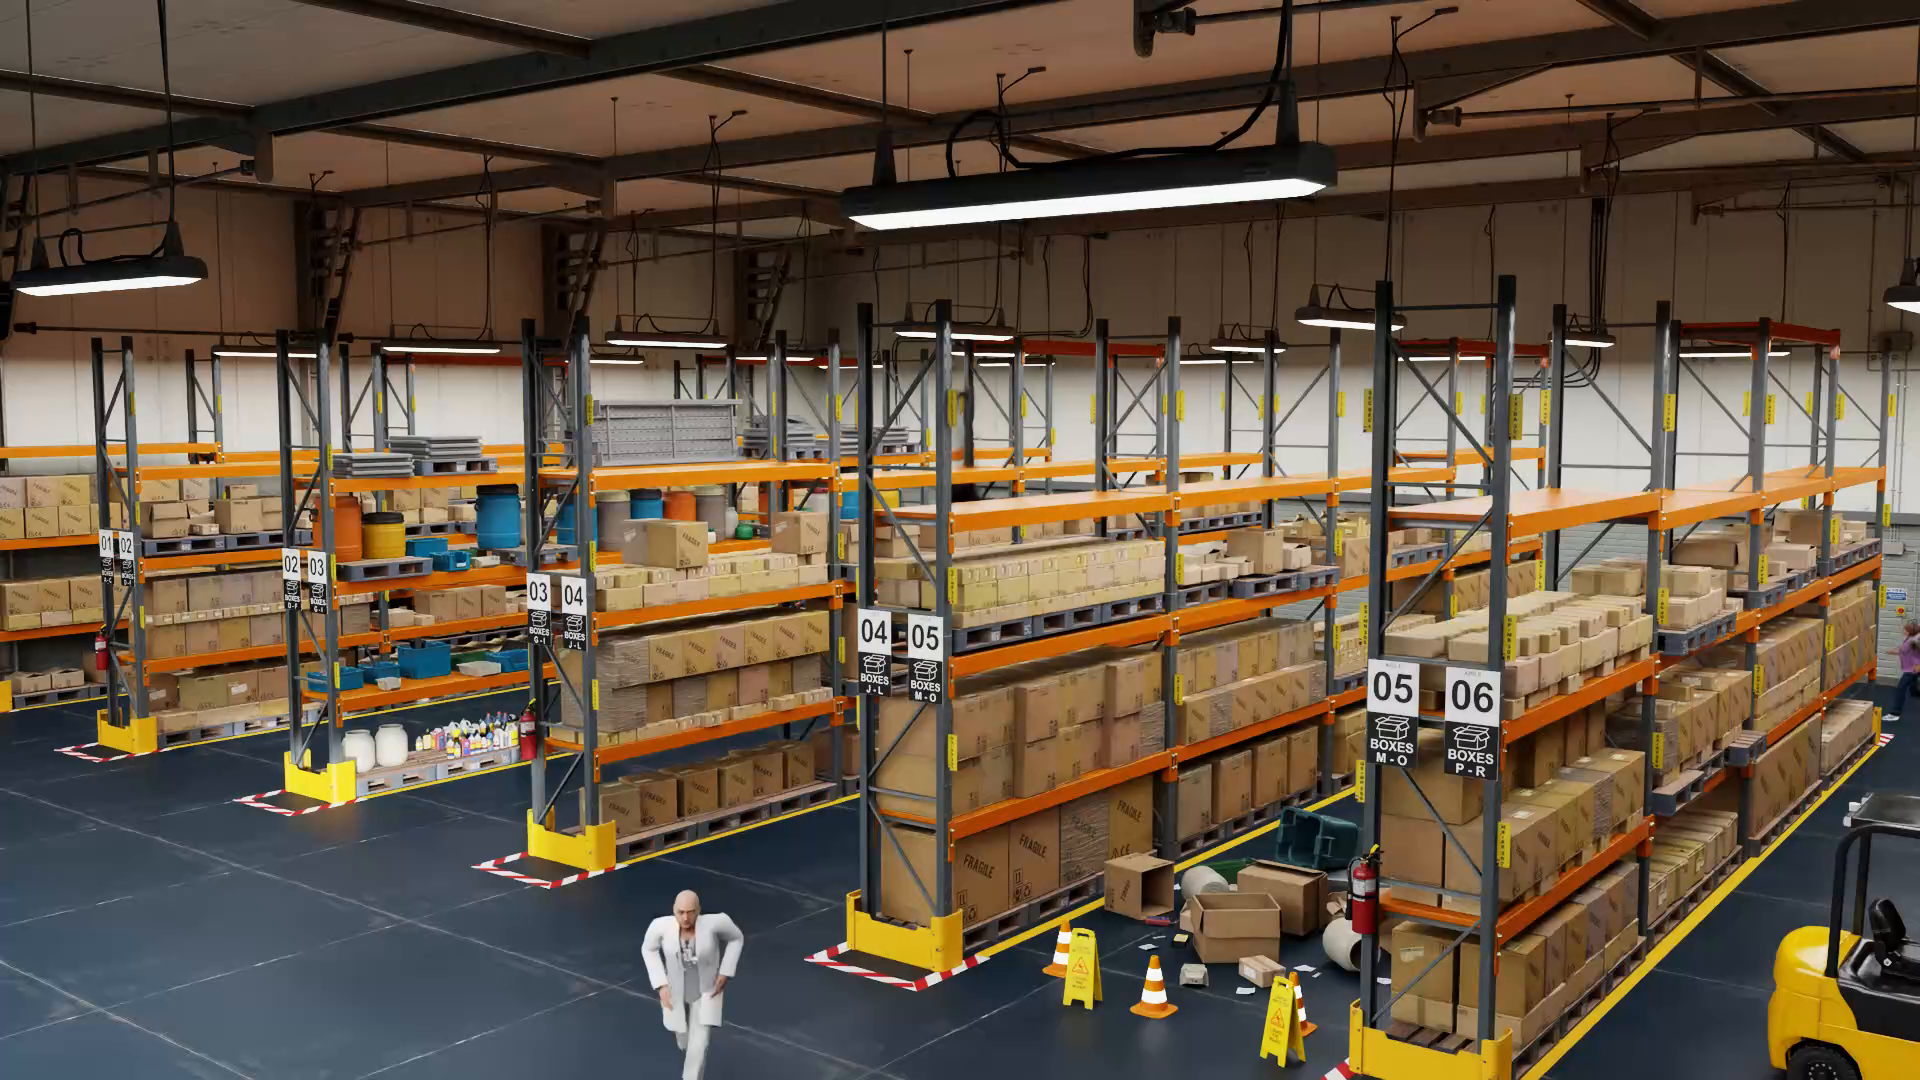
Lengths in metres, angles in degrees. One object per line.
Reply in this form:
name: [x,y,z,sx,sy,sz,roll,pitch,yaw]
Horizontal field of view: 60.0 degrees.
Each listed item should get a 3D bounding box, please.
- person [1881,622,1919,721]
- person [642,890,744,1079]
person: [14.978,2.075,26.116,0.881,1.586,0.538,2,5,23]
person: [-1.926,3.288,12.052,0.730,1.738,1.030,-1,5,-7]
